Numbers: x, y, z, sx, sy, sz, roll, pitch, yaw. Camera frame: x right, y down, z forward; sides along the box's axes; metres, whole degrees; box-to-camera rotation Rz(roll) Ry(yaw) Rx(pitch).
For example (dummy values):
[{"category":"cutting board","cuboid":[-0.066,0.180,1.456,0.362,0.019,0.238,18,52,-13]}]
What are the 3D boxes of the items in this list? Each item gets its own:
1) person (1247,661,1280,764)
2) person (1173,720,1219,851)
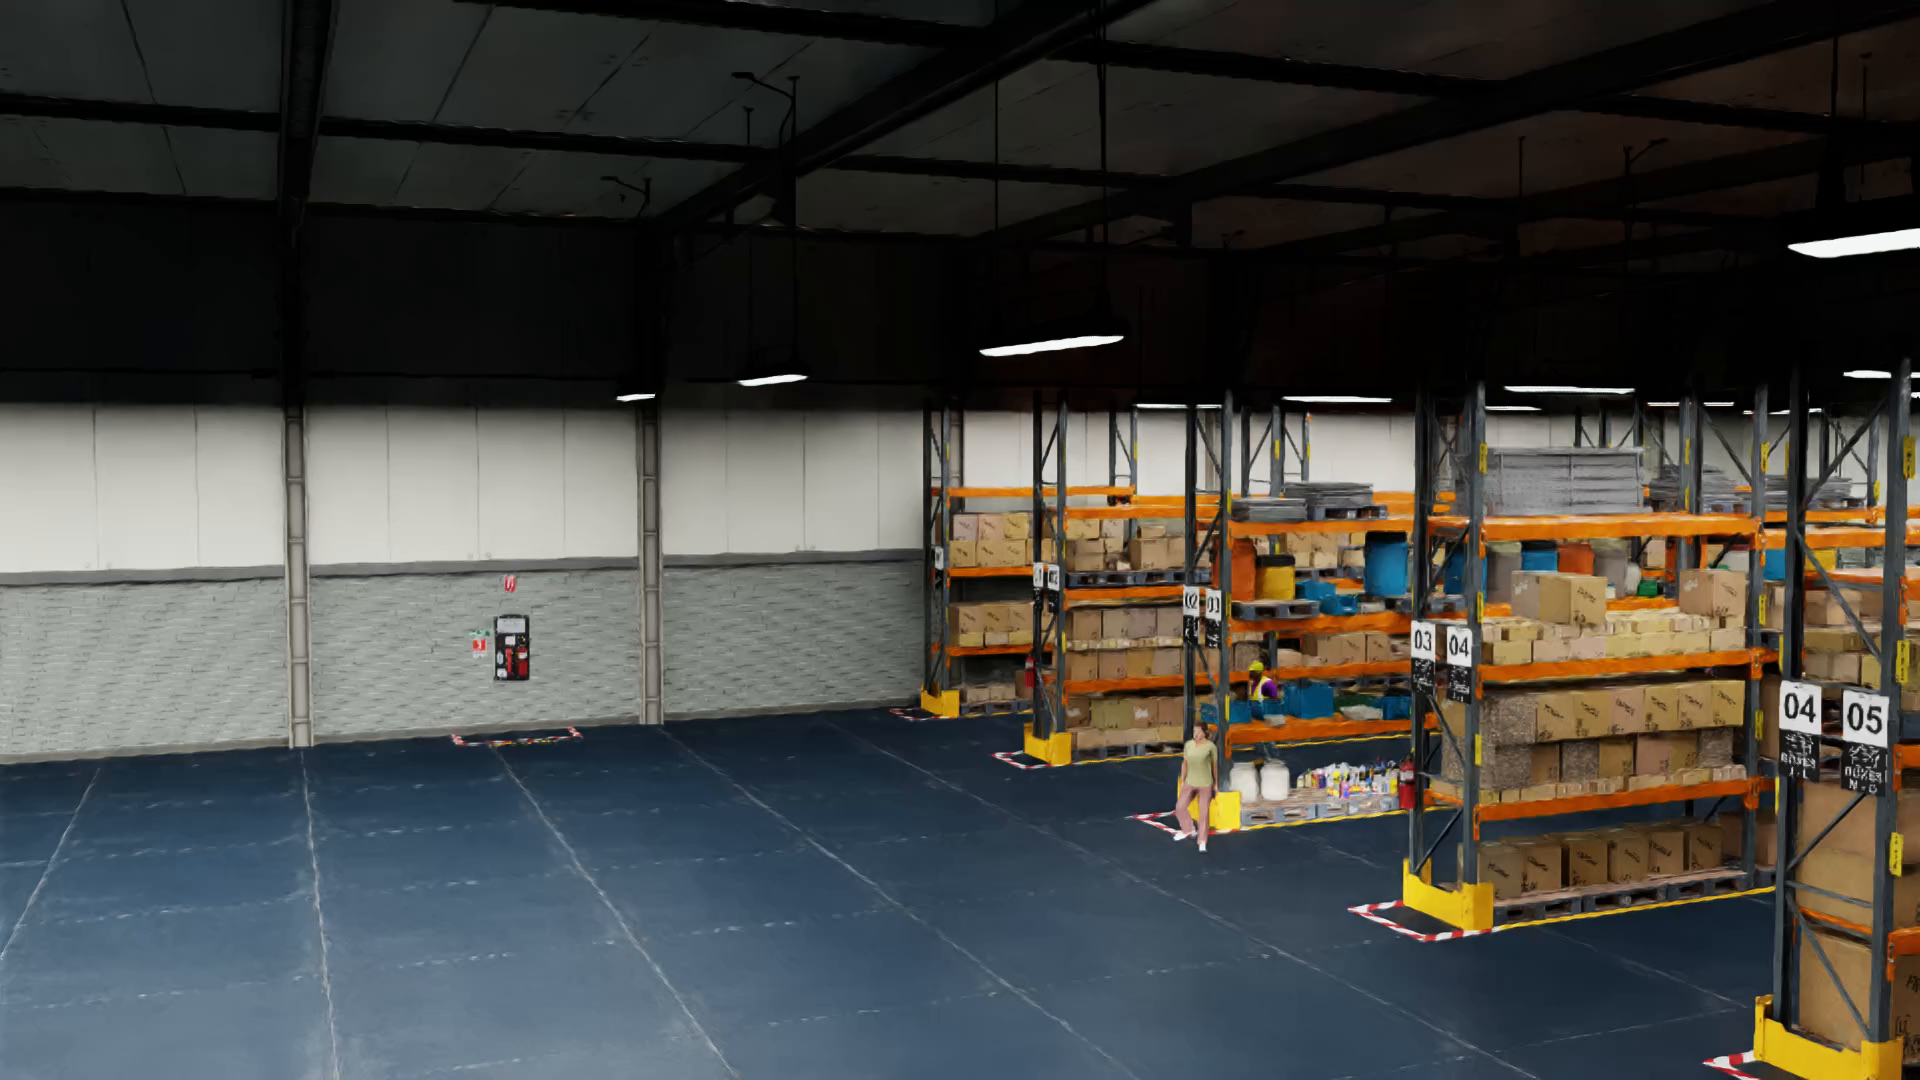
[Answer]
[{"category":"person","cuboid":[4.788,2.765,26.342,0.578,1.714,0.719,-1,4,-23]},{"category":"person","cuboid":[2.983,3.084,21.115,0.617,1.664,0.477,2,4,27]}]
